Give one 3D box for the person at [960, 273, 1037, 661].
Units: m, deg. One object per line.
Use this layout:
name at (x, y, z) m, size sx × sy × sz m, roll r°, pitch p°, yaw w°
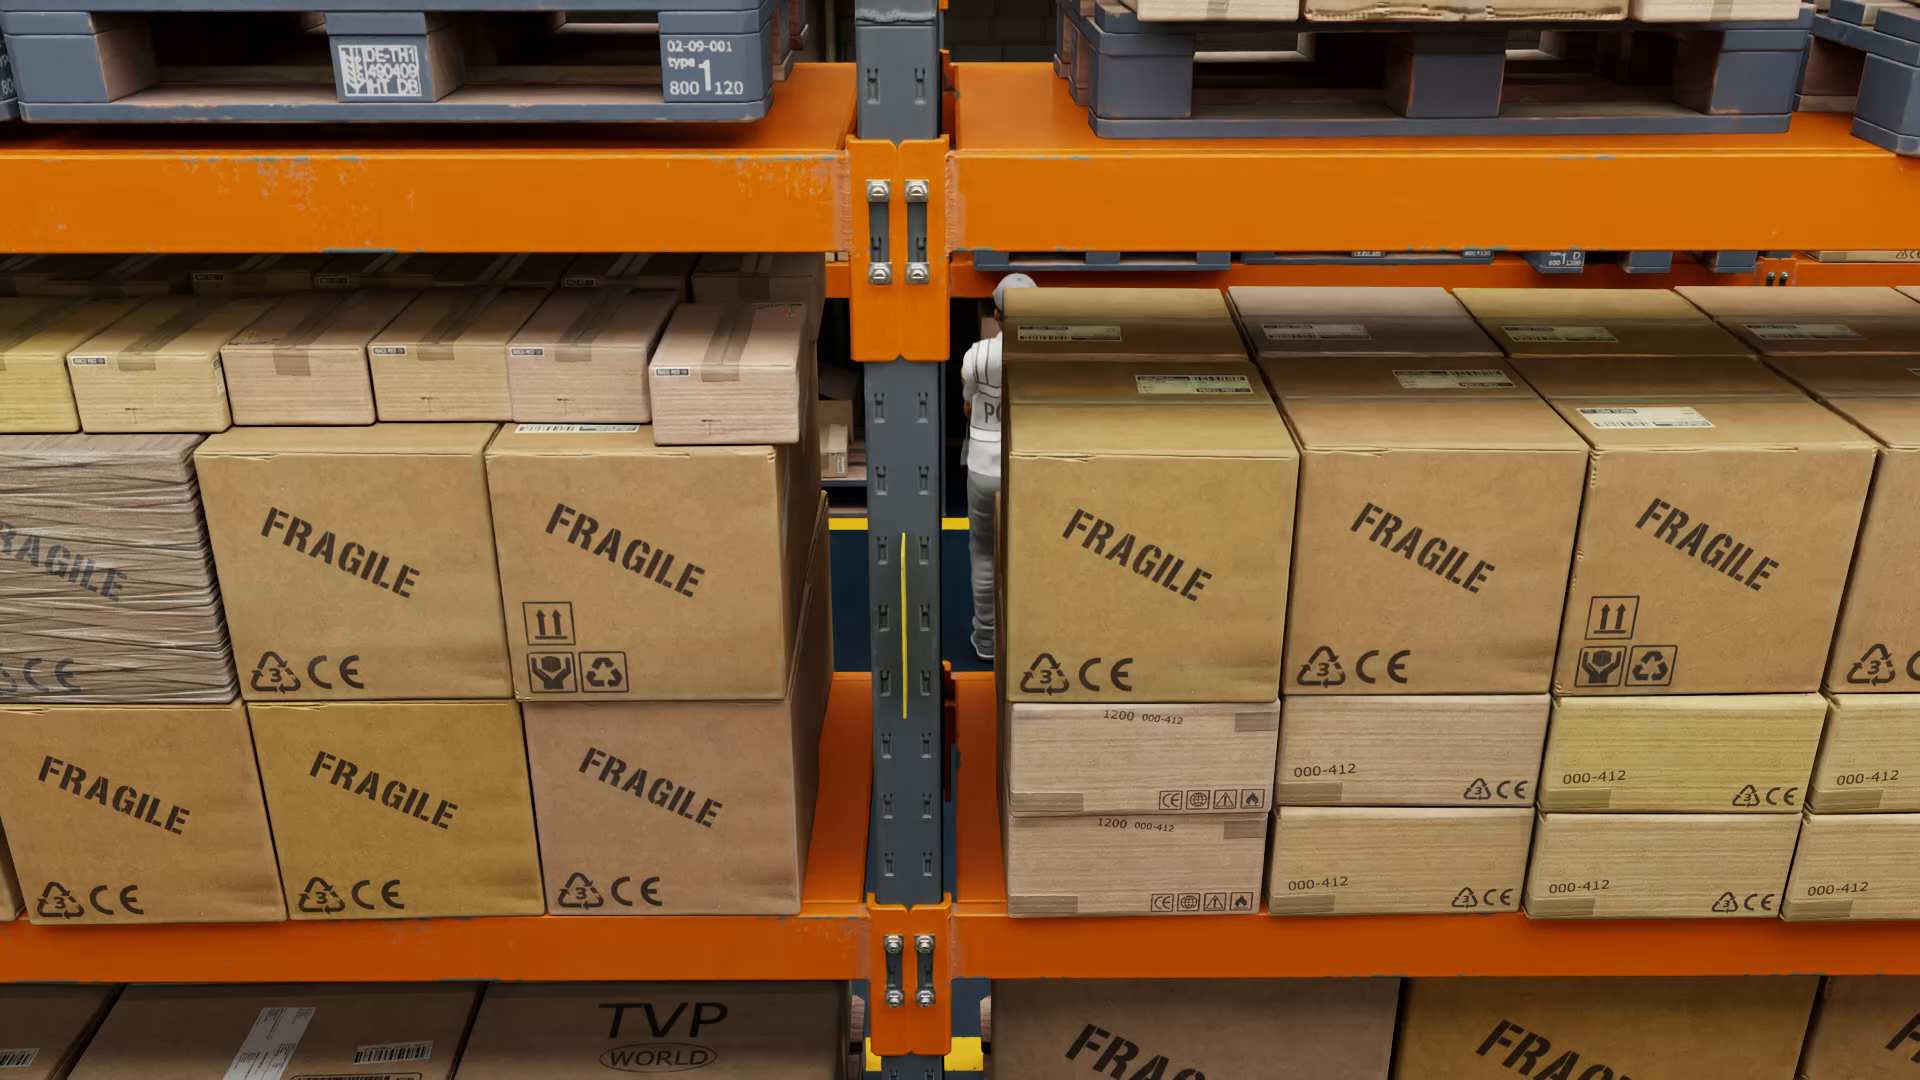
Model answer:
person at (0.224, -0.289, 6.753) m, size 0.452 × 1.663 × 0.540 m, roll 0°, pitch 24°, yaw -1°
